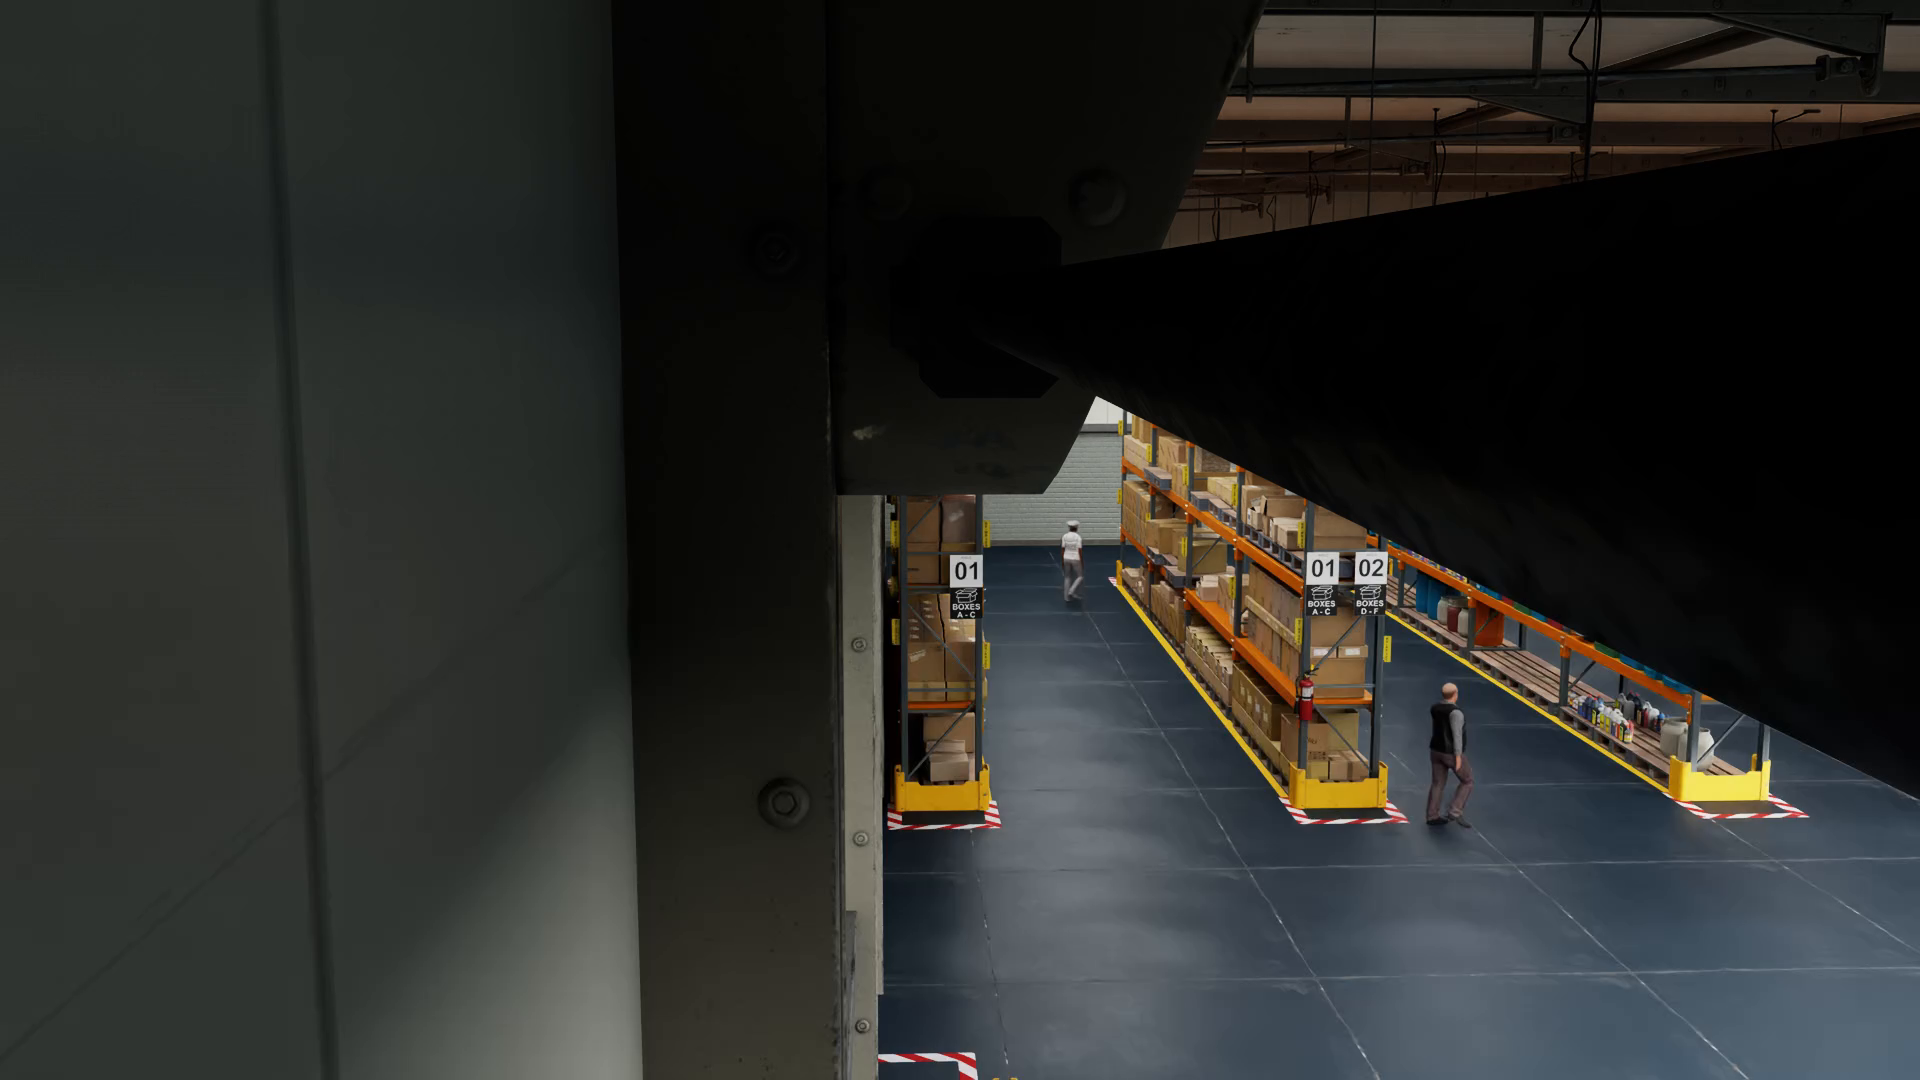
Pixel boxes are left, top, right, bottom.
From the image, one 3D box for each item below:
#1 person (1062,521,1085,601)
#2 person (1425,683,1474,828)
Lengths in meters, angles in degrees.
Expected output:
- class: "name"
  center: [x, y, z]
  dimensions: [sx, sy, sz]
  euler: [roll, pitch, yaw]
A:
- class: "person"
  center: [2.304, 0.452, 34.322]
  dimensions: [0.504, 1.667, 0.514]
  euler: [5, 10, 32]
- class: "person"
  center: [5.826, 2.557, 19.860]
  dimensions: [0.539, 1.704, 0.605]
  euler: [-4, 9, -27]
